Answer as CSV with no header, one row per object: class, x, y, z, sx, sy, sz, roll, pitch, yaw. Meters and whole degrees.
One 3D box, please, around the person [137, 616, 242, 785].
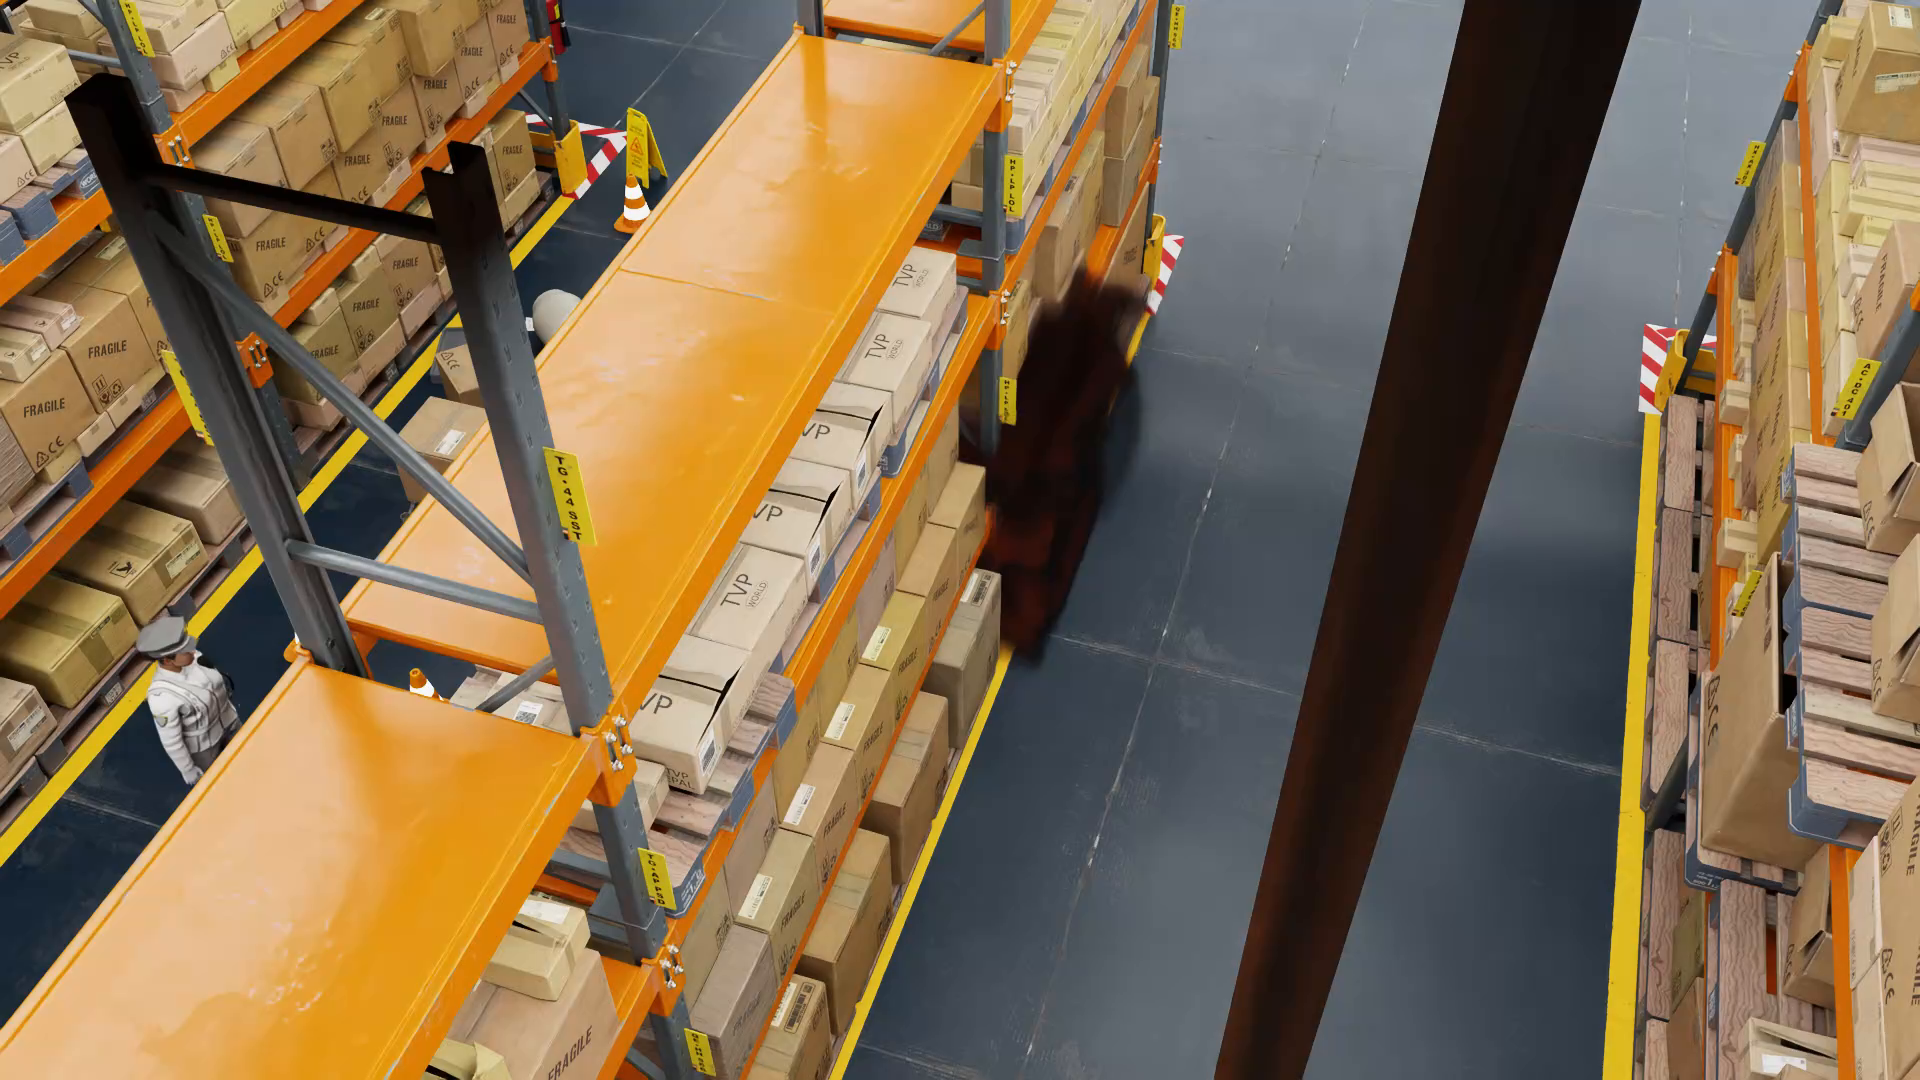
person,-4.064,1.048,8.944,0.389,1.674,0.518,14,47,13
